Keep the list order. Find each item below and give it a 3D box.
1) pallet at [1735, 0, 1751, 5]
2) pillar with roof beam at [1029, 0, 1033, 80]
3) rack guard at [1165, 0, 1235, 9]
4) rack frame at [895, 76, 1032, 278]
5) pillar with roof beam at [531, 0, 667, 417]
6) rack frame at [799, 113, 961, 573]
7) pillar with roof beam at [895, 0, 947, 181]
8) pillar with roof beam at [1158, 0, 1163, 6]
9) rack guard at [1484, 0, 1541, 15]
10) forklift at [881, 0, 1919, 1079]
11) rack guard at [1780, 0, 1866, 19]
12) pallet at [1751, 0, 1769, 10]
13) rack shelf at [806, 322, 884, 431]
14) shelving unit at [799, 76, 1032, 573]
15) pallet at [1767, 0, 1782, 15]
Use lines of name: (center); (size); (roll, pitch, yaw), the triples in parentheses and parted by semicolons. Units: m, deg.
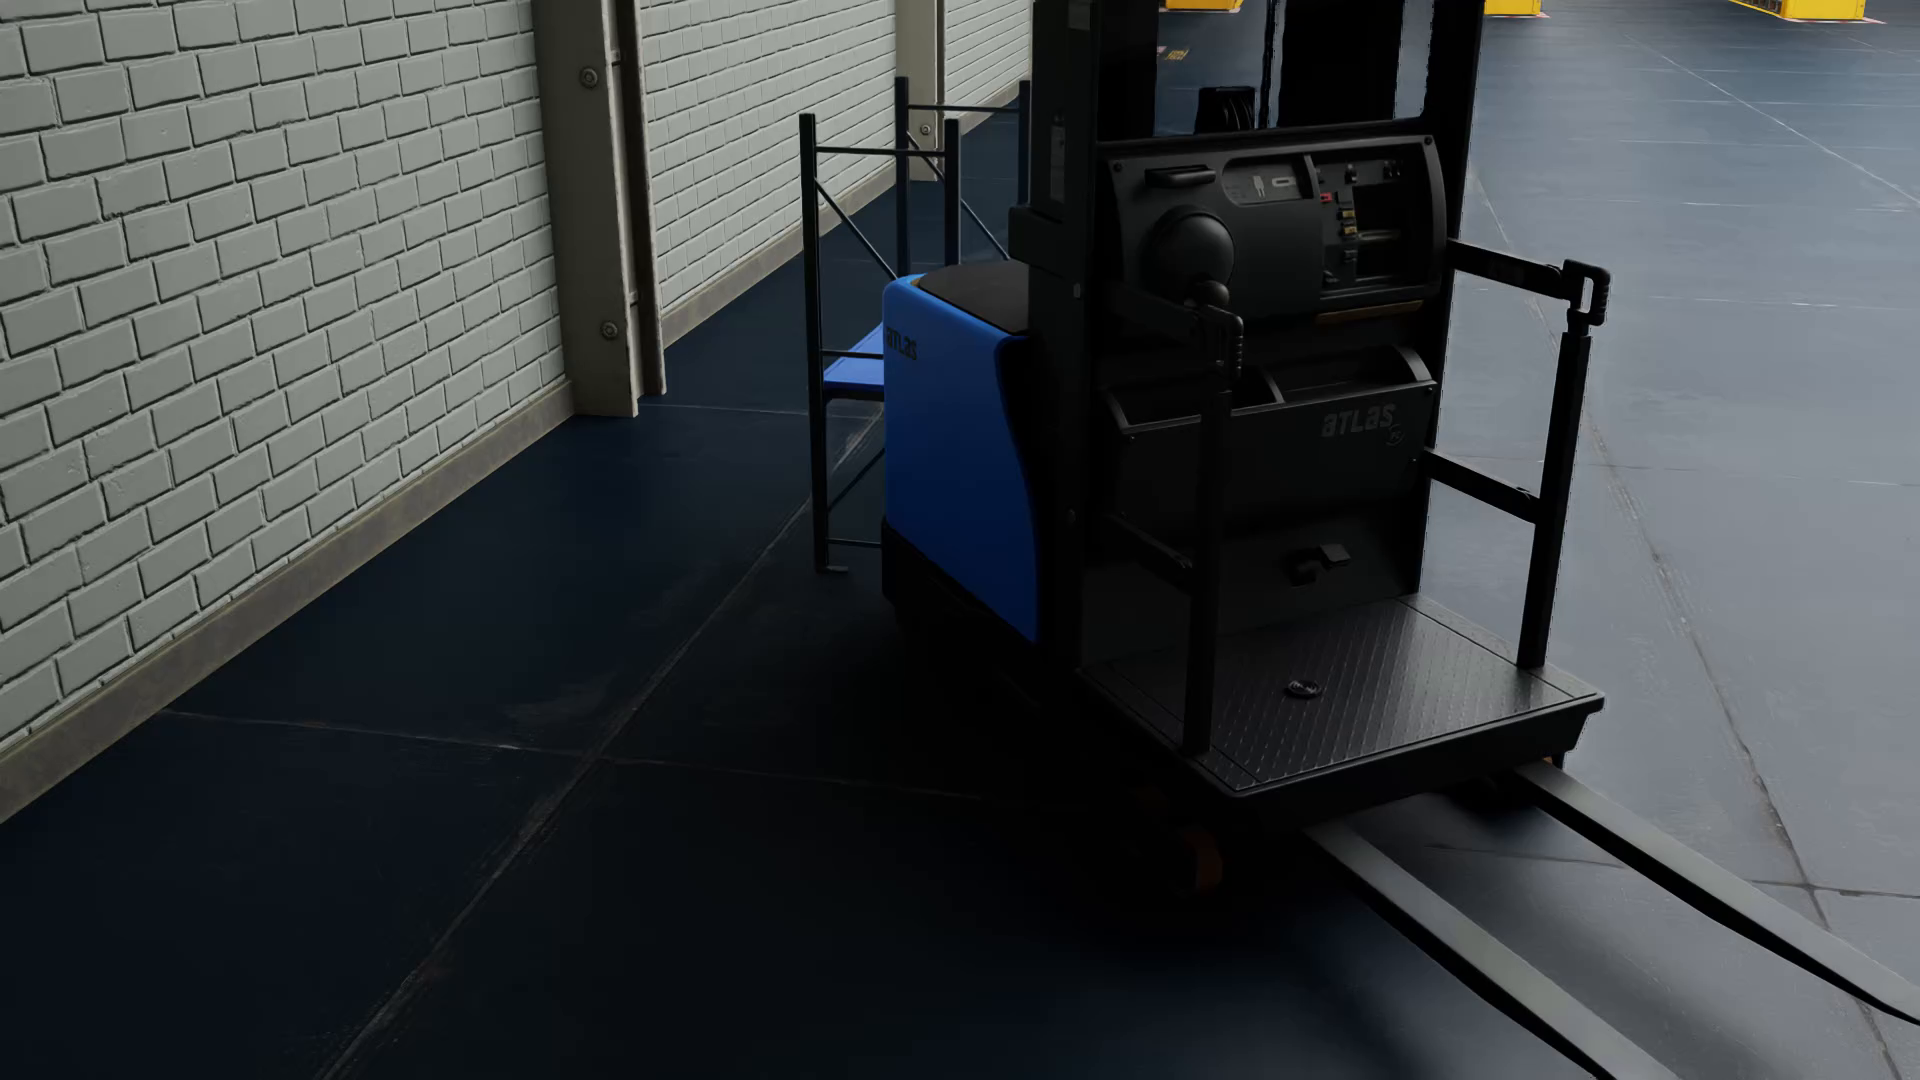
pallet: (14.421, -9.631, 29.484); (1.003, 0.211, 1.213); (4, 22, 11)
pillar with roof beam: (5.146, -8.847, 15.775); (9.100, 9.000, 0.400); (4, 22, 11)
rack guard: (4.100, -9.327, 28.344); (1.175, 0.500, 0.348); (4, 22, 11)
rack frame: (0.012, -0.945, 6.193); (0.500, 1.500, 0.032); (6, 23, 13)
pillar with roof beam: (2.697, -4.458, 4.878); (9.100, 9.000, 0.400); (4, 22, 11)
rack frame: (-0.243, -0.578, 5.280); (0.500, 1.500, 0.032); (6, 23, 13)
pillar with roof beam: (3.922, -6.653, 10.326); (9.100, 9.000, 0.400); (4, 22, 11)
pillar with roof beam: (7.595, -13.236, 26.672); (9.100, 9.000, 0.400); (4, 22, 11)
rack guard: (8.929, -8.914, 27.319); (1.175, 0.500, 0.348); (4, 22, 11)
forklift: (0.855, -0.727, 3.735); (1.130, 2.935, 3.031); (-10, 24, -24)
rack guard: (13.752, -8.576, 26.478); (1.175, 0.500, 0.348); (4, 22, 11)
pallet: (14.174, -9.183, 28.373); (1.003, 0.211, 1.213); (4, 22, 11)
rack shelf: (-0.116, -0.595, 5.804); (0.538, 0.185, 1.000); (6, 23, 13)
shelving unit: (-0.116, -0.762, 5.737); (0.538, 1.500, 1.048); (6, 23, 13)
pallet: (13.923, -8.738, 27.268); (1.003, 0.211, 1.213); (4, 22, 11)
